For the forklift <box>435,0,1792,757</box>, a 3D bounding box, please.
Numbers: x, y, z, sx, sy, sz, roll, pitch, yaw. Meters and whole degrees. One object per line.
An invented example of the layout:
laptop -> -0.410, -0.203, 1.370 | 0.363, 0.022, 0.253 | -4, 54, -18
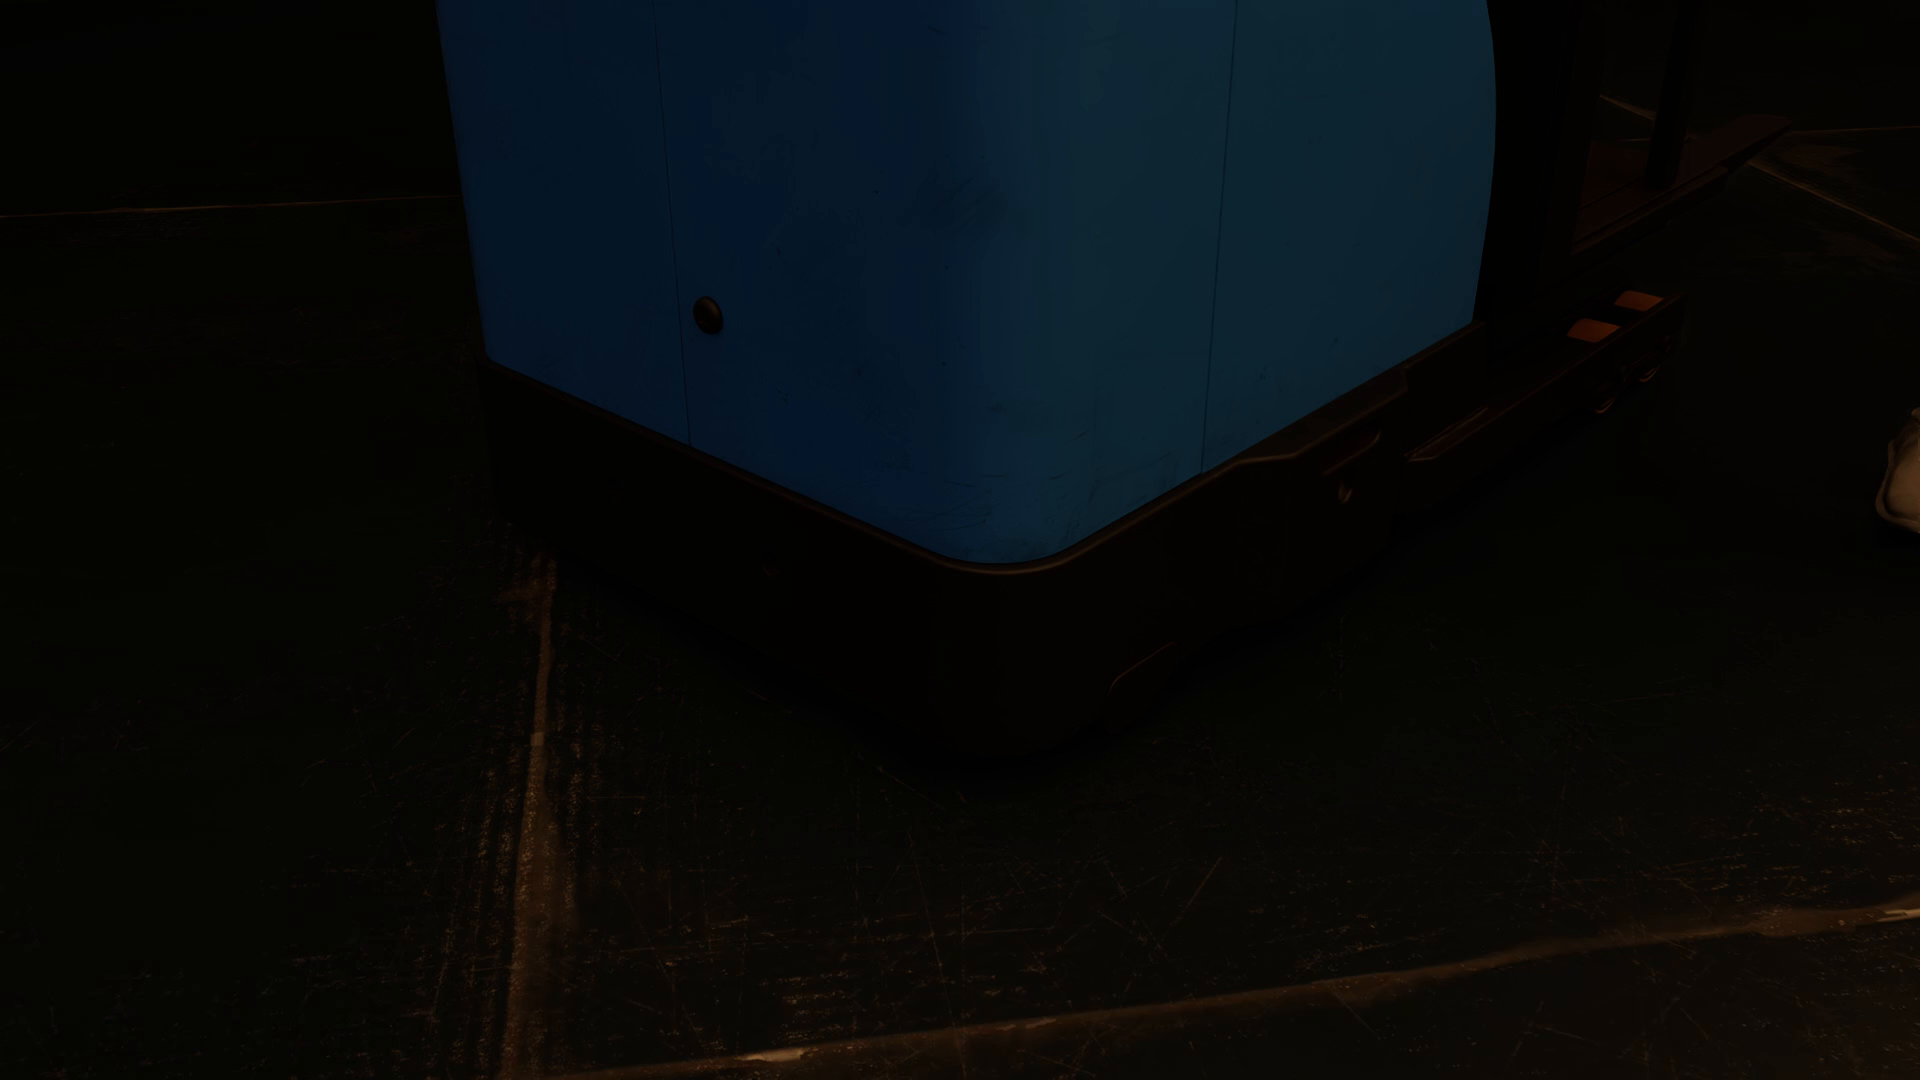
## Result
forklift -> 0.673, -1.656, 2.494 | 1.130, 2.935, 3.031 | 23, 35, 36

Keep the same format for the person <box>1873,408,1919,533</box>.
person -> 1.745, -0.568, 1.932 | 1.031, 1.524, 0.933 | 5, 28, 10
